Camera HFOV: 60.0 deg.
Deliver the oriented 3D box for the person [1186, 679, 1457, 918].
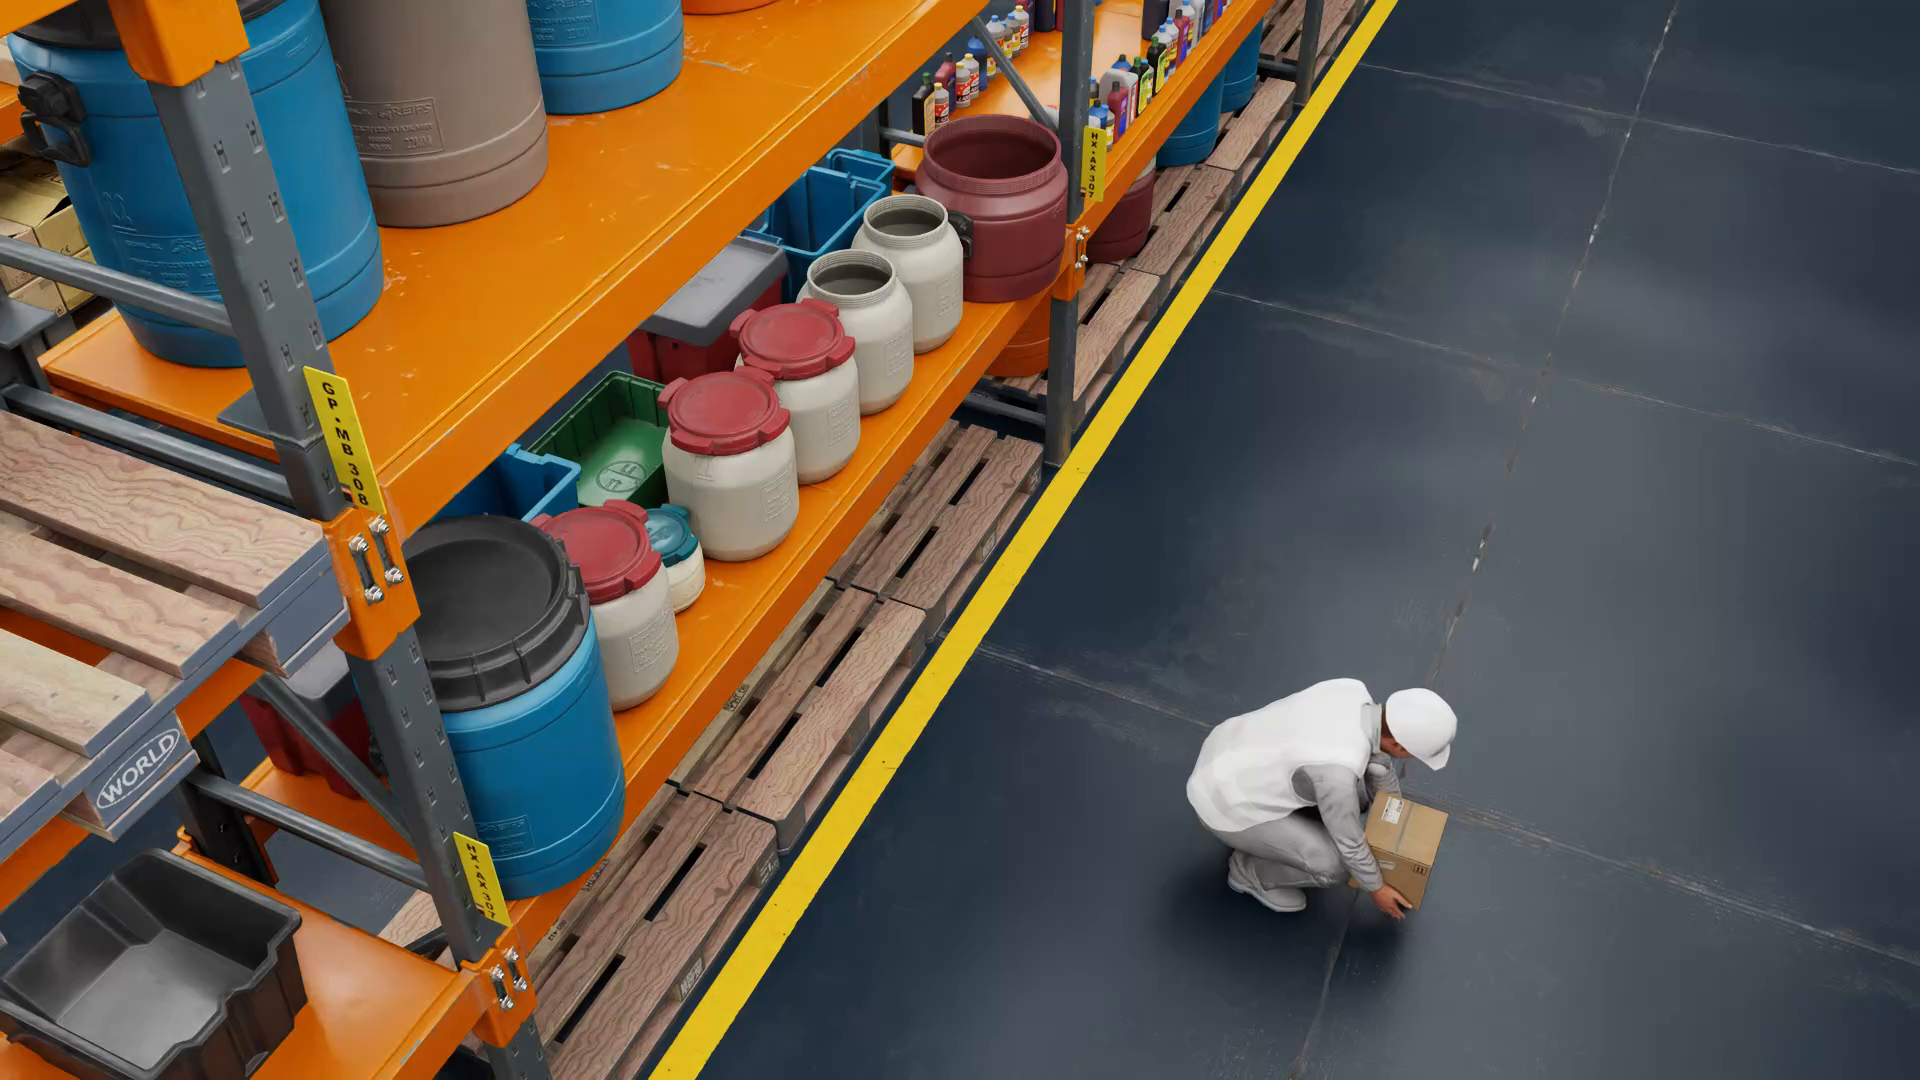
[{"bbox_3d":[1.236,0.843,5.771,0.851,1.020,0.518,17,44,18],"label":"person"}]
